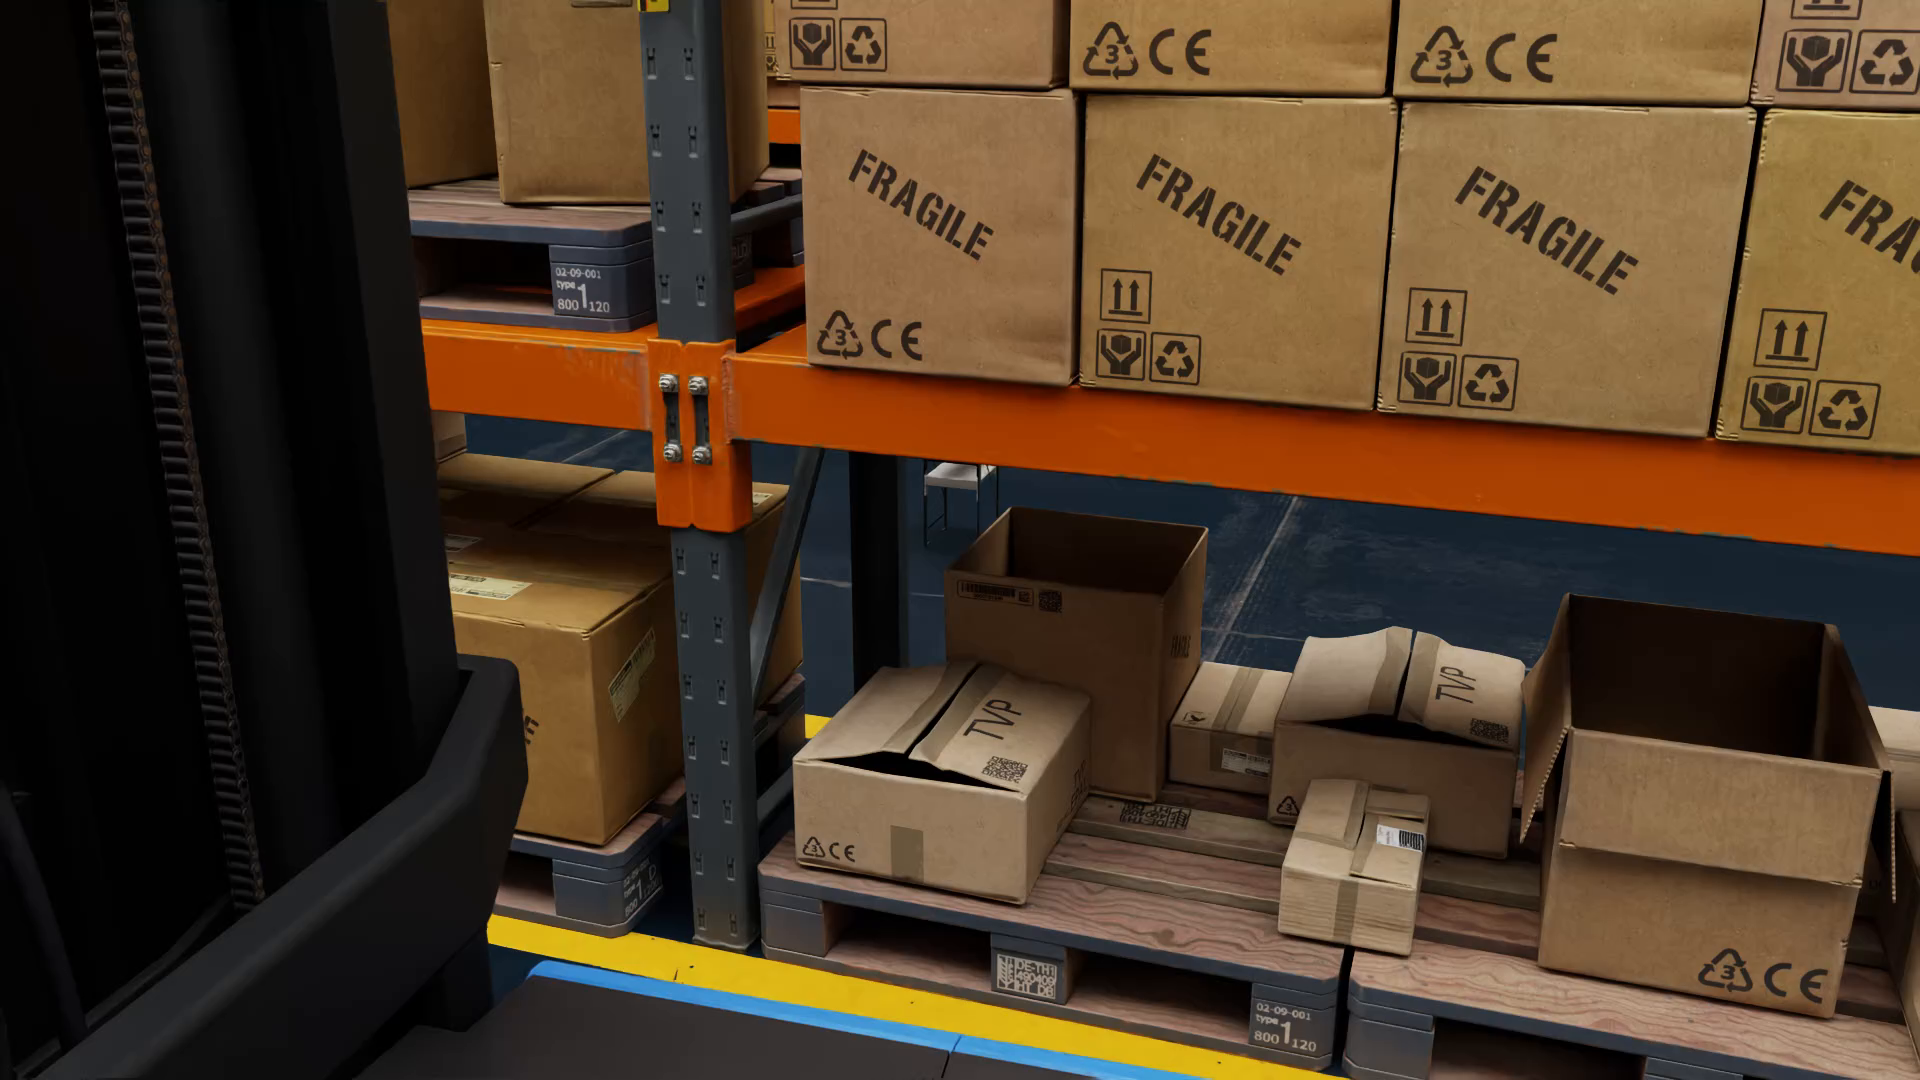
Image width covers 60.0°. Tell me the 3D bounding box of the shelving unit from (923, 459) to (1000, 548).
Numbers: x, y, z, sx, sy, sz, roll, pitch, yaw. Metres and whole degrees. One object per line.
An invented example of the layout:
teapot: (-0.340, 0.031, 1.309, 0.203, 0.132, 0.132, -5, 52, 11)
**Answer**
shelving unit: (0.008, -0.424, 5.926, 0.210, 0.900, 0.258, 7, 20, 18)

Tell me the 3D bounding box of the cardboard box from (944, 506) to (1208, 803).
cardboard box: (0.280, 0.251, 3.927, 0.500, 0.500, 0.500, 7, 20, 18)

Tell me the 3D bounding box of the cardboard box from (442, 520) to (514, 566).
cardboard box: (-1.376, 0.258, 3.909, 0.500, 0.500, 0.500, 7, 20, 18)

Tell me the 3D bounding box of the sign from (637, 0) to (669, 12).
sign: (-0.530, -1.068, 2.825, 0.005, 0.325, 0.100, 7, 20, 18)

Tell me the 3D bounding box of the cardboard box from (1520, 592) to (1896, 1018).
cardboard box: (1.425, 0.478, 3.273, 0.637, 0.503, 0.797, 7, 20, 18)

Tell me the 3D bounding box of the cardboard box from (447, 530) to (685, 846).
cardboard box: (-0.912, 0.314, 3.748, 0.500, 0.500, 0.500, 6, 20, 18)

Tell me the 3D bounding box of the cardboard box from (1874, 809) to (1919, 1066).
cardboard box: (1.945, 0.734, 2.922, 0.500, 0.250, 0.500, 7, 20, 18)

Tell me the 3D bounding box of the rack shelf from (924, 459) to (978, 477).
rack shelf: (0.008, -0.308, 5.966, 0.200, 0.077, 0.258, 7, 20, 18)

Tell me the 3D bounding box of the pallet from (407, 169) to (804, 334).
pallet: (-1.071, -0.724, 3.888, 1.213, 0.211, 1.003, 7, 20, 18)

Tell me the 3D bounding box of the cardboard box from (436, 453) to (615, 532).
cardboard box: (-1.236, 0.096, 4.373, 0.500, 0.500, 0.500, 7, 20, 19)

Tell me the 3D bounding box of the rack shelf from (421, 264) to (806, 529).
rack shelf: (-2.241, -0.571, 4.250, 4.000, 0.370, 1.077, 7, 20, 18)

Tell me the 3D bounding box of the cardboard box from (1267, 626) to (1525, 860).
cardboard box: (0.988, 0.422, 3.726, 0.500, 0.311, 0.500, 7, 20, 18)

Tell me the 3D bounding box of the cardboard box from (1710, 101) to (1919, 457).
cardboard box: (1.478, -0.439, 2.625, 0.500, 0.500, 0.500, 6, 20, 17)

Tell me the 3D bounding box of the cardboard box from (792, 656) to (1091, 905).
cardboard box: (-0.026, 0.480, 3.559, 0.500, 0.311, 0.500, 7, 20, 18)

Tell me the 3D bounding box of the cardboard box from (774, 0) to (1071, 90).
cardboard box: (0.001, -1.076, 2.934, 0.500, 0.500, 0.500, 7, 20, 19)

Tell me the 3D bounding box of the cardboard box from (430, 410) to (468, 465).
cardboard box: (-1.673, -0.312, 4.405, 0.500, 0.250, 0.500, 7, 20, 18)

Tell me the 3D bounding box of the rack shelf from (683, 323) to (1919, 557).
rack shelf: (1.538, -0.139, 3.010, 4.000, 0.370, 1.077, 7, 20, 18)

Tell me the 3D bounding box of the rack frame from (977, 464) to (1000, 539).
rack frame: (0.104, -0.413, 5.894, 0.006, 0.900, 0.240, 7, 20, 18)

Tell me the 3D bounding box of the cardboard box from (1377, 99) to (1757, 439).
cardboard box: (0.997, -0.493, 2.782, 0.500, 0.500, 0.500, 6, 20, 18)

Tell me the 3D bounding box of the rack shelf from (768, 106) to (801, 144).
rack shelf: (-0.619, -2.112, 8.670, 4.000, 0.370, 1.077, 7, 20, 18)

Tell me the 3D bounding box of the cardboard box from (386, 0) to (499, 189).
cardboard box: (-1.396, -1.115, 3.929, 0.500, 0.500, 0.700, 10, 22, 27)

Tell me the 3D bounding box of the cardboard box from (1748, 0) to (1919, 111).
cardboard box: (1.462, -0.909, 2.455, 0.500, 0.500, 0.500, 7, 20, 20)

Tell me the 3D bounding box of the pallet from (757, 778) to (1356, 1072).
pallet: (0.297, 0.697, 3.757, 1.213, 0.211, 1.003, 7, 20, 18)

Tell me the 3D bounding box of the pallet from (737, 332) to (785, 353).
pallet: (-0.639, -1.110, 8.939, 1.213, 0.211, 1.003, 7, 20, 18)

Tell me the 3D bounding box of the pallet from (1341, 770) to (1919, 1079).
pallet: (1.453, 0.828, 3.381, 1.213, 0.211, 1.003, 7, 20, 18)

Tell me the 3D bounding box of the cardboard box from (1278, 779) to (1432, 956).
cardboard box: (0.794, 0.638, 3.324, 0.250, 0.166, 0.380, 7, 20, 18)

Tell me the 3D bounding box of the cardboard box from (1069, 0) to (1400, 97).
cardboard box: (0.489, -1.020, 2.774, 0.500, 0.500, 0.500, 6, 20, 16)

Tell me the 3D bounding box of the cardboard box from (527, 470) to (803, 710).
cardboard box: (-0.729, 0.150, 4.218, 0.500, 0.500, 0.500, 6, 20, 16)

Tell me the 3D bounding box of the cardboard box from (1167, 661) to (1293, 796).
cardboard box: (0.654, 0.439, 3.922, 0.250, 0.149, 0.380, 7, 20, 18)

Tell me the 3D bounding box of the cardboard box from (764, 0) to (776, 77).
cardboard box: (-0.679, -2.565, 8.244, 0.500, 0.500, 0.500, 7, 20, 20)

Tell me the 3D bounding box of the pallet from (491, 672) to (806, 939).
pallet: (-1.132, 0.546, 4.189, 1.213, 0.211, 1.003, 7, 20, 18)

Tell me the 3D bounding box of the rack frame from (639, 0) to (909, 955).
rack frame: (-0.352, -0.695, 3.512, 0.127, 3.000, 1.000, 7, 20, 18)

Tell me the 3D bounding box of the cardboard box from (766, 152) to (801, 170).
cardboard box: (-1.031, -1.634, 8.834, 0.750, 0.750, 0.750, 6, 20, 18)

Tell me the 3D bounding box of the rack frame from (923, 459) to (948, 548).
rack frame: (-0.088, -0.435, 5.957, 0.006, 0.900, 0.240, 7, 20, 18)

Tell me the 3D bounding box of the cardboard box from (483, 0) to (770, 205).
cardboard box: (-0.726, -1.061, 3.773, 0.500, 0.500, 0.700, 0, 19, 0)

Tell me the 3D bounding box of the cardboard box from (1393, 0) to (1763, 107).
cardboard box: (0.974, -0.964, 2.615, 0.500, 0.500, 0.500, 6, 20, 16)

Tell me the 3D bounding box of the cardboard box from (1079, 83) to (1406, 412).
cardboard box: (0.525, -0.548, 2.939, 0.500, 0.500, 0.500, 7, 20, 19)

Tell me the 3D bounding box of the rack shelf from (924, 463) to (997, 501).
rack shelf: (0.008, -0.223, 5.996, 0.200, 0.077, 0.258, 7, 20, 18)

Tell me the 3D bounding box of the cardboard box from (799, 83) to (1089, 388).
cardboard box: (0.040, -0.602, 3.094, 0.500, 0.500, 0.500, 7, 20, 19)

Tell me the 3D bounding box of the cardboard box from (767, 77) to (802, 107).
cardboard box: (-0.820, -2.288, 8.435, 0.250, 0.149, 0.380, 7, 20, 18)

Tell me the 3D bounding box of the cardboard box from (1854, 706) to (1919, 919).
cardboard box: (2.062, 0.573, 3.384, 0.500, 0.250, 0.500, 7, 20, 18)
